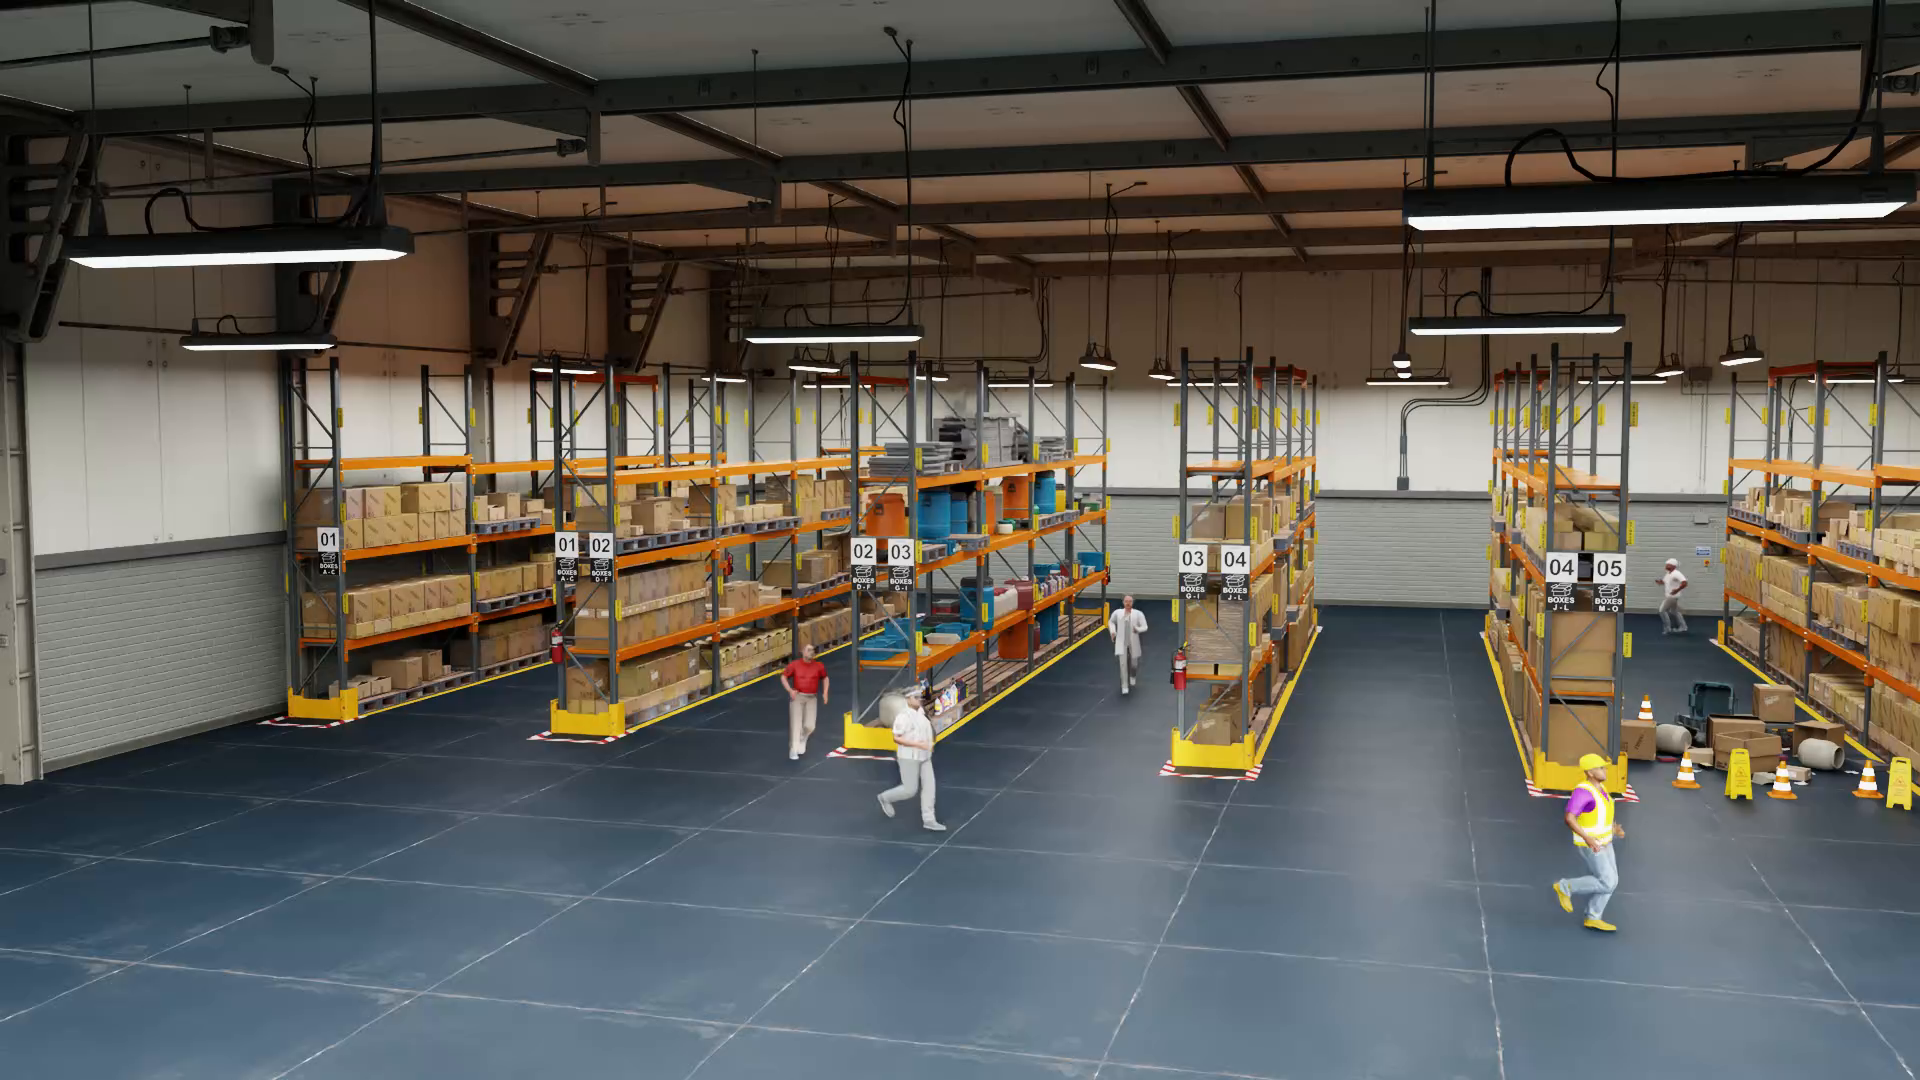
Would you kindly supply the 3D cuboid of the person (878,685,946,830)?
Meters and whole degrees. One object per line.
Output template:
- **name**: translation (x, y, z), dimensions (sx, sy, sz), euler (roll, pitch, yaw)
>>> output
- **person**: translation (-0.529, 2.628, 20.200), dimensions (0.875, 1.754, 0.665), euler (3, 5, 35)

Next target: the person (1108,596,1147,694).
- **person**: translation (3.063, 1.852, 30.410), dimensions (0.719, 1.682, 0.873), euler (0, 4, 6)

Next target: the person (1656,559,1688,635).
- **person**: translation (16.382, 1.332, 38.241), dimensions (0.732, 1.823, 0.695), euler (1, 4, 17)

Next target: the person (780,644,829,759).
- **person**: translation (-2.262, 2.373, 24.483), dimensions (0.735, 1.680, 0.493), euler (-1, 4, -15)

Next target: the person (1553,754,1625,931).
- **person**: translation (6.177, 2.949, 16.327), dimensions (0.589, 1.721, 0.702), euler (3, 5, 39)
